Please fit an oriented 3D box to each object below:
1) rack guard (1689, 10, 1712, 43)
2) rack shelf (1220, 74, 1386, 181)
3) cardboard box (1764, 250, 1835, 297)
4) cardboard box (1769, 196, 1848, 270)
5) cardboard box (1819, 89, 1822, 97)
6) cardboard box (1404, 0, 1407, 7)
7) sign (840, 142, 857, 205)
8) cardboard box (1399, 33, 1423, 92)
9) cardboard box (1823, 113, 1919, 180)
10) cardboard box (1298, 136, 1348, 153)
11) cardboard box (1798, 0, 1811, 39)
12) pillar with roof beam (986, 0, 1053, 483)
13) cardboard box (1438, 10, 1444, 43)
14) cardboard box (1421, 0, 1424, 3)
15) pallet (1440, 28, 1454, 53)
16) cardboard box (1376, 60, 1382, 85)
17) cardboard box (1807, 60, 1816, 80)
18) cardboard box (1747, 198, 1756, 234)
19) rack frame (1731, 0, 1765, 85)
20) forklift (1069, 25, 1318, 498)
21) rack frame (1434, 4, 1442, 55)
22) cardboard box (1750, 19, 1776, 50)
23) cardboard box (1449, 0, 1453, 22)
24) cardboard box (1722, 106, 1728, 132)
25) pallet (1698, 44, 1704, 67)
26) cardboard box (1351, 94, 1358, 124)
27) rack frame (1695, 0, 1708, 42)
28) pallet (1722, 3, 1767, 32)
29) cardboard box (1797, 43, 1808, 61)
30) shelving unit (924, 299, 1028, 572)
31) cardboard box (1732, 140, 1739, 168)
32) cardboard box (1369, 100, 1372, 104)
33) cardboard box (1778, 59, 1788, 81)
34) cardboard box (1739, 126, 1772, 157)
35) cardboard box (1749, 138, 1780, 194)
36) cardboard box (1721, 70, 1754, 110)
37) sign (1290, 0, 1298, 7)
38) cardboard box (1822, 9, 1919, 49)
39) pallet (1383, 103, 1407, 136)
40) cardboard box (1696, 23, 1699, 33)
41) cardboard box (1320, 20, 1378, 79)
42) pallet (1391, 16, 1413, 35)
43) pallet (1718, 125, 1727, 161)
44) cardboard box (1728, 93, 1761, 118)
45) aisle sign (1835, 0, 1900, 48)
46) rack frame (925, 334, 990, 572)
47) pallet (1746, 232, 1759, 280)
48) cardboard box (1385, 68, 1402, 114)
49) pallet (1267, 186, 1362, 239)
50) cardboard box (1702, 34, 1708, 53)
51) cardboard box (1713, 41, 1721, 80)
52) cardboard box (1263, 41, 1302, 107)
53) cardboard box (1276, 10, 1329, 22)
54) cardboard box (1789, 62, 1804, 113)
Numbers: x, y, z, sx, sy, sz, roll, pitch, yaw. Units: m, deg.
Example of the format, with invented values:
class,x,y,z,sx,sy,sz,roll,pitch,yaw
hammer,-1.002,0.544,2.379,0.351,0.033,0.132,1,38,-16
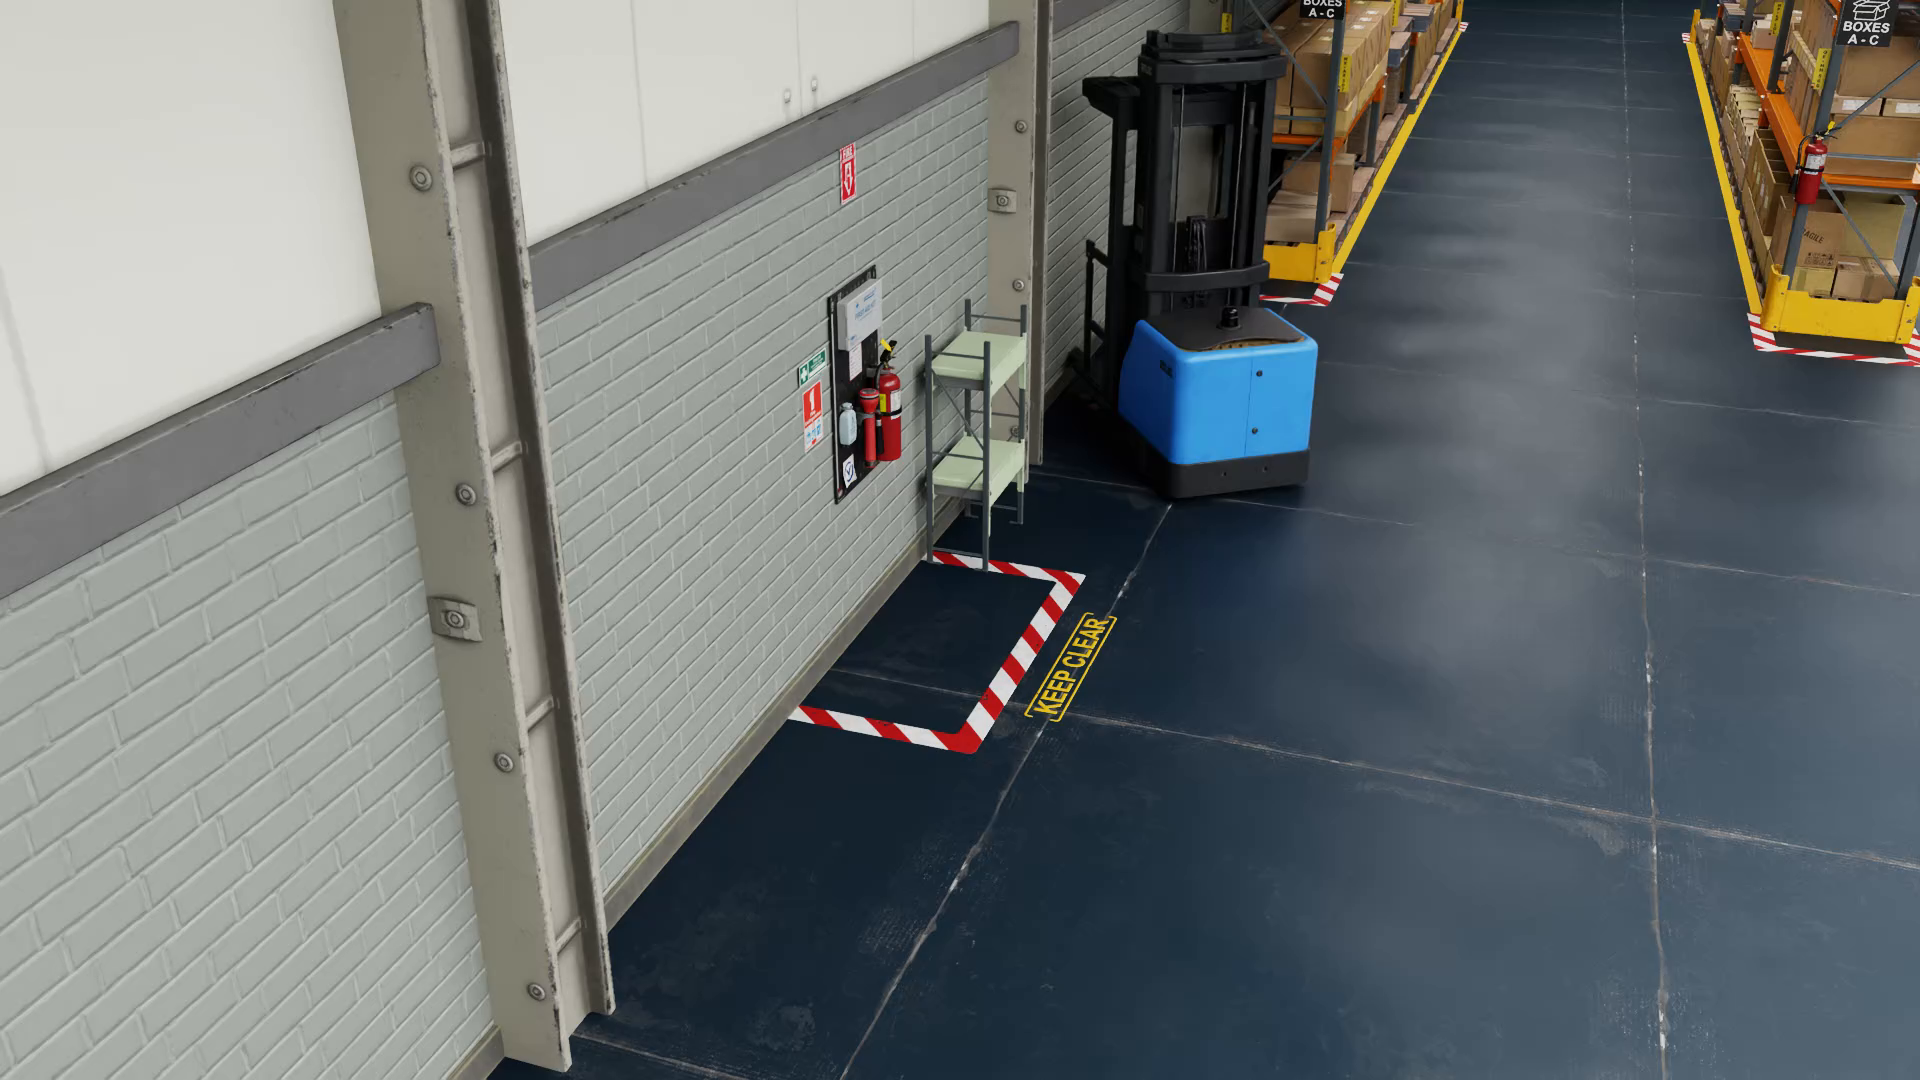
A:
class,x,y,z,sx,sy,sz,roll,pitch,yaw
rack guard,12.931,-8.602,27.942,1.175,0.500,0.348,9,27,17
rack shelf,3.625,-4.398,17.216,1.077,0.370,4.000,9,27,17
cardboard box,7.532,-2.397,14.933,0.500,0.250,0.500,9,27,17
cardboard box,7.530,-2.735,14.770,0.500,0.500,0.500,9,27,17
cardboard box,7.750,-3.917,14.539,0.380,0.149,0.250,8,27,17
cardboard box,5.475,-7.236,21.633,0.700,0.500,0.500,6,26,11
sign,-0.575,-1.892,8.555,0.001,0.298,0.199,9,27,17
cardboard box,5.990,-6.692,23.114,0.750,0.750,0.750,8,27,17
cardboard box,7.800,-3.418,14.252,0.700,0.500,0.500,9,27,17
cardboard box,3.983,-4.184,18.313,0.500,0.500,0.500,7,27,14
cardboard box,8.822,-5.272,16.594,0.700,0.500,0.500,9,27,18
pillar with roof beam,4.440,-3.923,8.526,9.100,9.000,0.400,9,27,17
cardboard box,7.469,-8.393,27.030,0.700,0.500,0.500,8,27,17
cardboard box,6.025,-7.538,22.397,0.500,0.500,0.500,10,27,19
pallet,7.684,-8.380,27.816,1.003,0.211,1.213,9,27,17
cardboard box,4.245,-5.043,17.872,0.500,0.250,0.500,9,27,18
cardboard box,8.094,-4.342,15.417,0.380,0.149,0.250,8,27,17
cardboard box,8.181,-3.222,16.636,0.500,0.250,0.500,9,27,17
rack frame,10.294,-6.470,20.672,1.000,3.000,0.127,9,27,17
forklift,1.503,-2.223,11.978,1.130,2.935,3.031,-7,27,-14
rack frame,6.953,-8.831,25.547,1.000,3.000,0.127,9,27,17
cardboard box,9.814,-6.091,19.990,0.500,0.311,0.500,8,27,17
cardboard box,8.145,-9.237,28.771,0.700,0.500,0.500,9,27,17
cardboard box,9.843,-5.249,20.823,0.500,0.250,0.500,9,27,17
pallet,12.259,-7.644,26.296,1.003,0.211,1.213,9,27,17
cardboard box,3.581,-4.211,16.154,0.500,0.250,0.500,8,27,16
rack frame,12.956,-9.758,27.462,1.000,3.000,0.127,9,27,17
pallet,10.454,-6.673,21.310,1.213,0.211,1.003,9,27,17
cardboard box,8.438,-4.764,16.288,0.380,0.149,0.250,8,27,17
shelving unit,0.104,-0.657,10.387,0.431,1.500,0.755,9,27,17
cardboard box,9.168,-4.408,19.086,0.500,0.250,0.500,9,27,19
cardboard box,4.644,-5.141,20.289,0.700,0.500,0.500,8,27,16
cardboard box,9.083,-5.154,18.107,0.396,0.266,0.258,8,27,16
cardboard box,8.995,-4.453,18.535,0.500,0.311,0.500,10,27,19
cardboard box,8.355,-3.764,16.894,0.500,0.500,0.500,9,27,17
cardboard box,10.384,-5.962,21.985,0.500,0.500,0.500,10,28,19
sign,3.766,-6.144,18.668,0.100,0.325,0.005,9,27,17
cardboard box,8.154,-4.448,14.890,0.700,0.500,0.500,9,27,18
pallet,5.360,-5.611,22.097,1.003,0.211,1.213,9,27,17
cardboard box,12.410,-8.456,27.519,0.380,0.166,0.250,9,27,17
cardboard box,3.914,-4.958,16.837,0.500,0.500,0.500,10,27,19
pallet,5.002,-6.281,20.502,1.003,0.211,1.213,9,27,17
pallet,9.984,-4.883,20.592,1.003,0.211,1.213,9,27,17
cardboard box,9.676,-5.284,20.252,0.500,0.311,0.500,8,27,16
aisle sign,7.333,-4.368,13.347,0.394,0.787,0.004,9,27,17
rack frame,-0.015,-0.507,10.075,0.400,1.500,0.023,9,27,17
pallet,8.255,-2.748,16.183,1.003,0.211,1.213,9,27,17
cardboard box,5.431,-5.957,21.974,0.700,0.500,0.500,9,27,18
pallet,3.696,-3.504,17.745,1.003,0.211,1.213,9,27,17
cardboard box,11.797,-7.685,25.762,0.500,0.311,0.500,9,27,17
cardboard box,11.068,-6.803,23.722,0.500,0.500,0.500,9,27,18
cardboard box,2.916,-4.403,15.691,0.500,0.500,0.500,8,27,17
cardboard box,3.591,-5.244,17.426,0.500,0.500,0.500,10,27,19
cardboard box,8.652,-4.471,16.427,0.700,0.500,0.500,8,27,17
